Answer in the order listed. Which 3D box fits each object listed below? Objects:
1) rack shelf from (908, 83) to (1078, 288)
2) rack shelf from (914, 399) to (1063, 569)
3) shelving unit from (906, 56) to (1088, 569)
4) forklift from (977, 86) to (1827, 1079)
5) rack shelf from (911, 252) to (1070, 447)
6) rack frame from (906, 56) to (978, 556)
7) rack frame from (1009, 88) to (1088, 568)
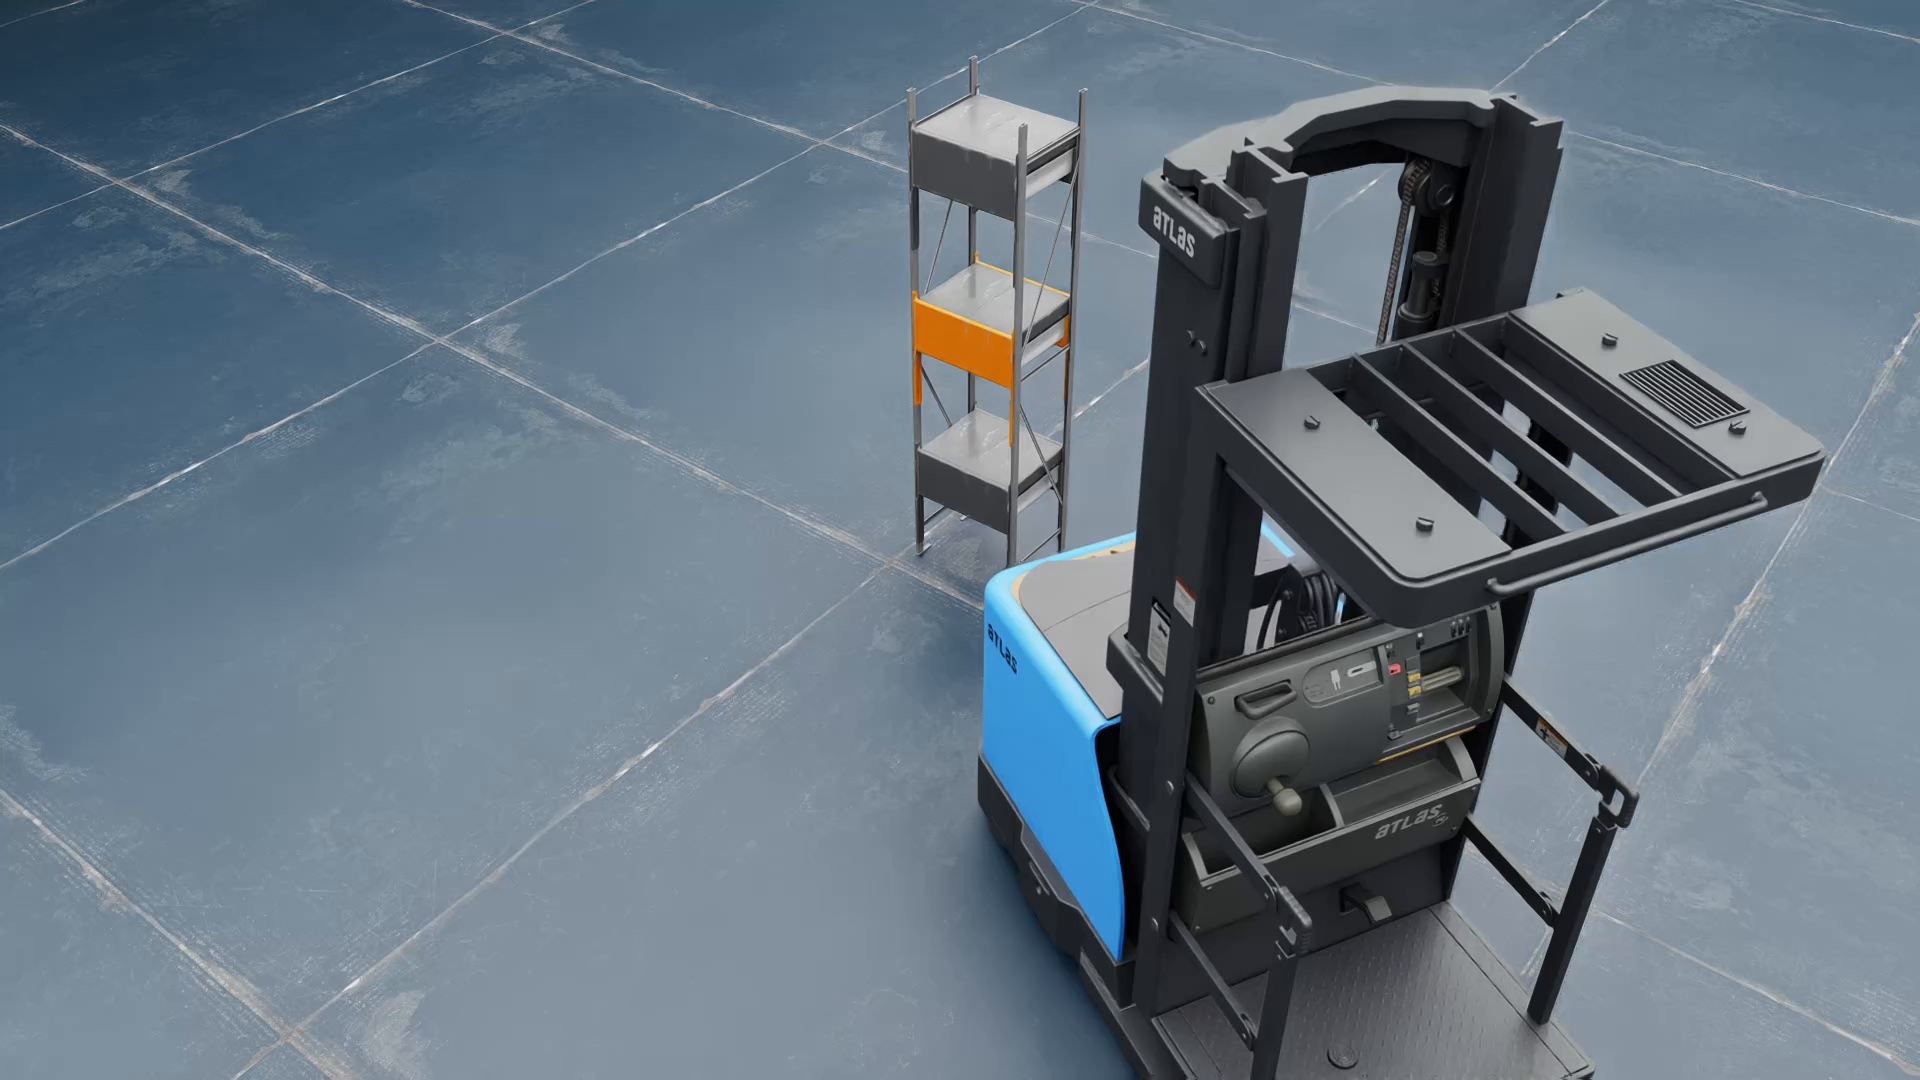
[{"bbox_3d":[0.131,-1.305,6.100,0.480,0.518,0.431,25,45,29],"label":"rack shelf"},{"bbox_3d":[0.131,-0.203,6.963,0.480,0.518,0.431,25,45,29],"label":"rack shelf"},{"bbox_3d":[0.131,-0.765,6.524,0.503,2.100,0.431,25,45,29],"label":"shelving unit"},{"bbox_3d":[1.133,0.506,4.226,1.130,2.935,3.031,-16,41,-19],"label":"forklift"},{"bbox_3d":[0.131,-0.754,6.532,0.480,0.518,0.431,25,45,29],"label":"rack shelf"},{"bbox_3d":[-0.062,-0.856,6.640,0.015,2.100,0.400,25,45,29],"label":"rack frame"},{"bbox_3d":[0.325,-0.673,6.407,0.015,2.100,0.400,25,45,29],"label":"rack frame"}]
